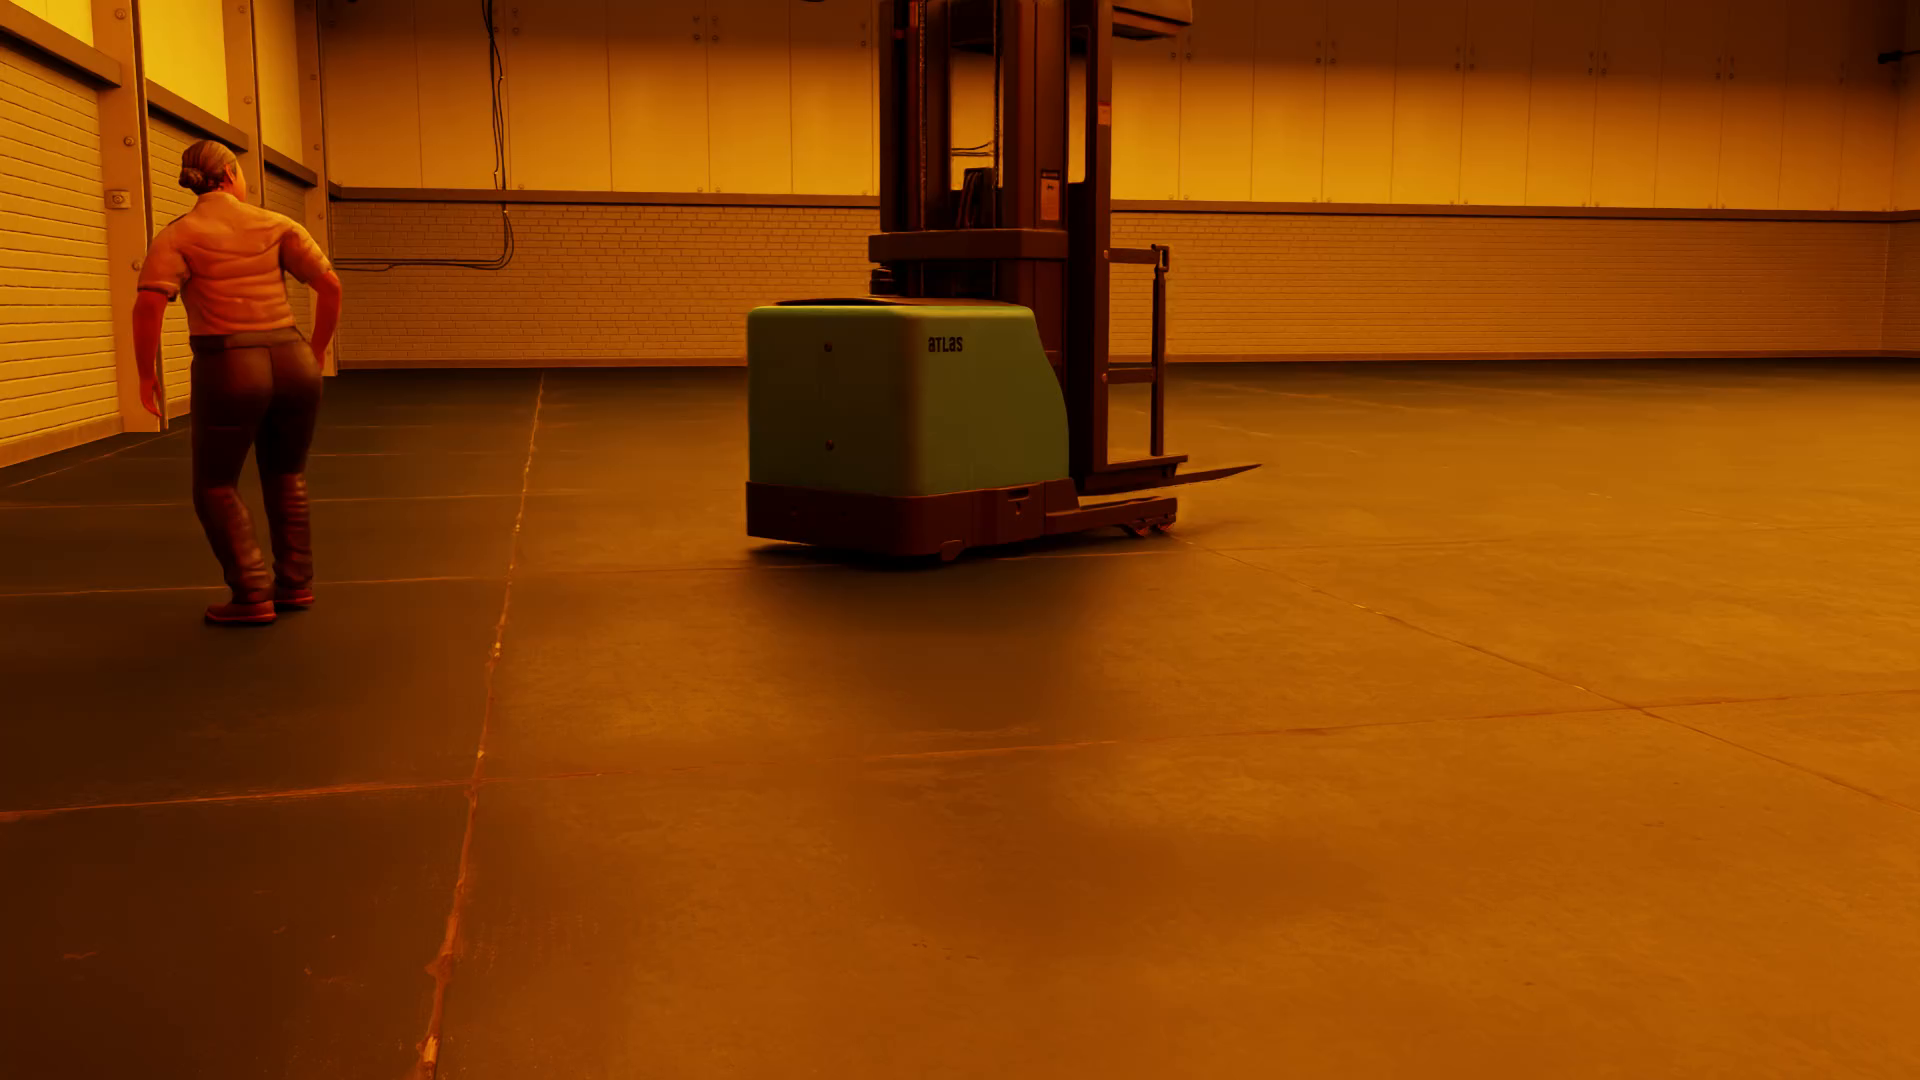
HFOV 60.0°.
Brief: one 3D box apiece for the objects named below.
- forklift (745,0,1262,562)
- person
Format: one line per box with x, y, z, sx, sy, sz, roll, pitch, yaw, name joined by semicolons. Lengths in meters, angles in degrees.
0.399;-1.516;7.962;1.130;2.935;3.031;7;11;41;forklift
-2.502;-0.536;5.703;0.485;1.628;0.675;7;11;41;person
